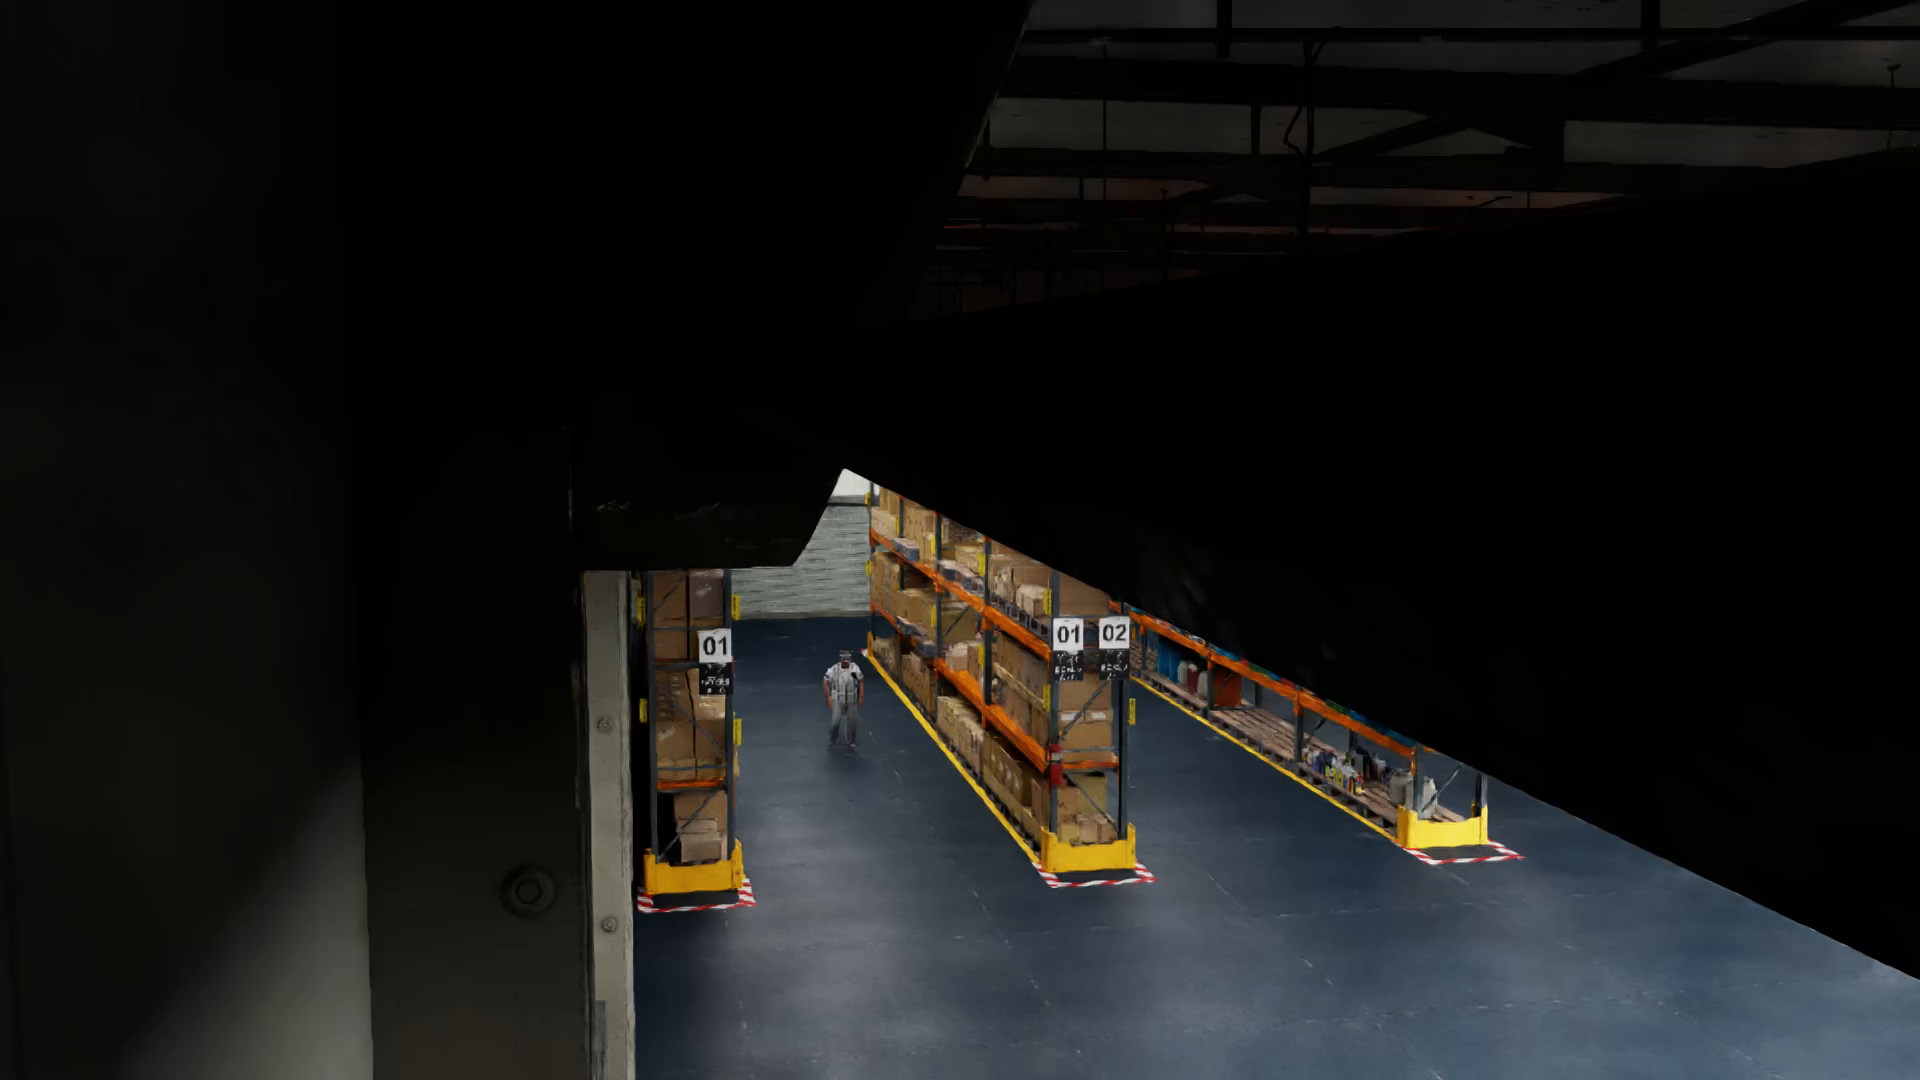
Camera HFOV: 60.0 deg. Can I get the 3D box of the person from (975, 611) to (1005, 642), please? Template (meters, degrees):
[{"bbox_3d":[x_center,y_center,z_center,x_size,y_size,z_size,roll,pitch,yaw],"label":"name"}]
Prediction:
[{"bbox_3d":[0.600,1.952,33.738,0.677,1.741,0.552,-2,6,-15],"label":"person"}]

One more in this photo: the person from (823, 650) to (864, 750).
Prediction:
[{"bbox_3d":[-1.913,2.623,27.423,0.682,1.715,0.536,-1,6,-12],"label":"person"}]
